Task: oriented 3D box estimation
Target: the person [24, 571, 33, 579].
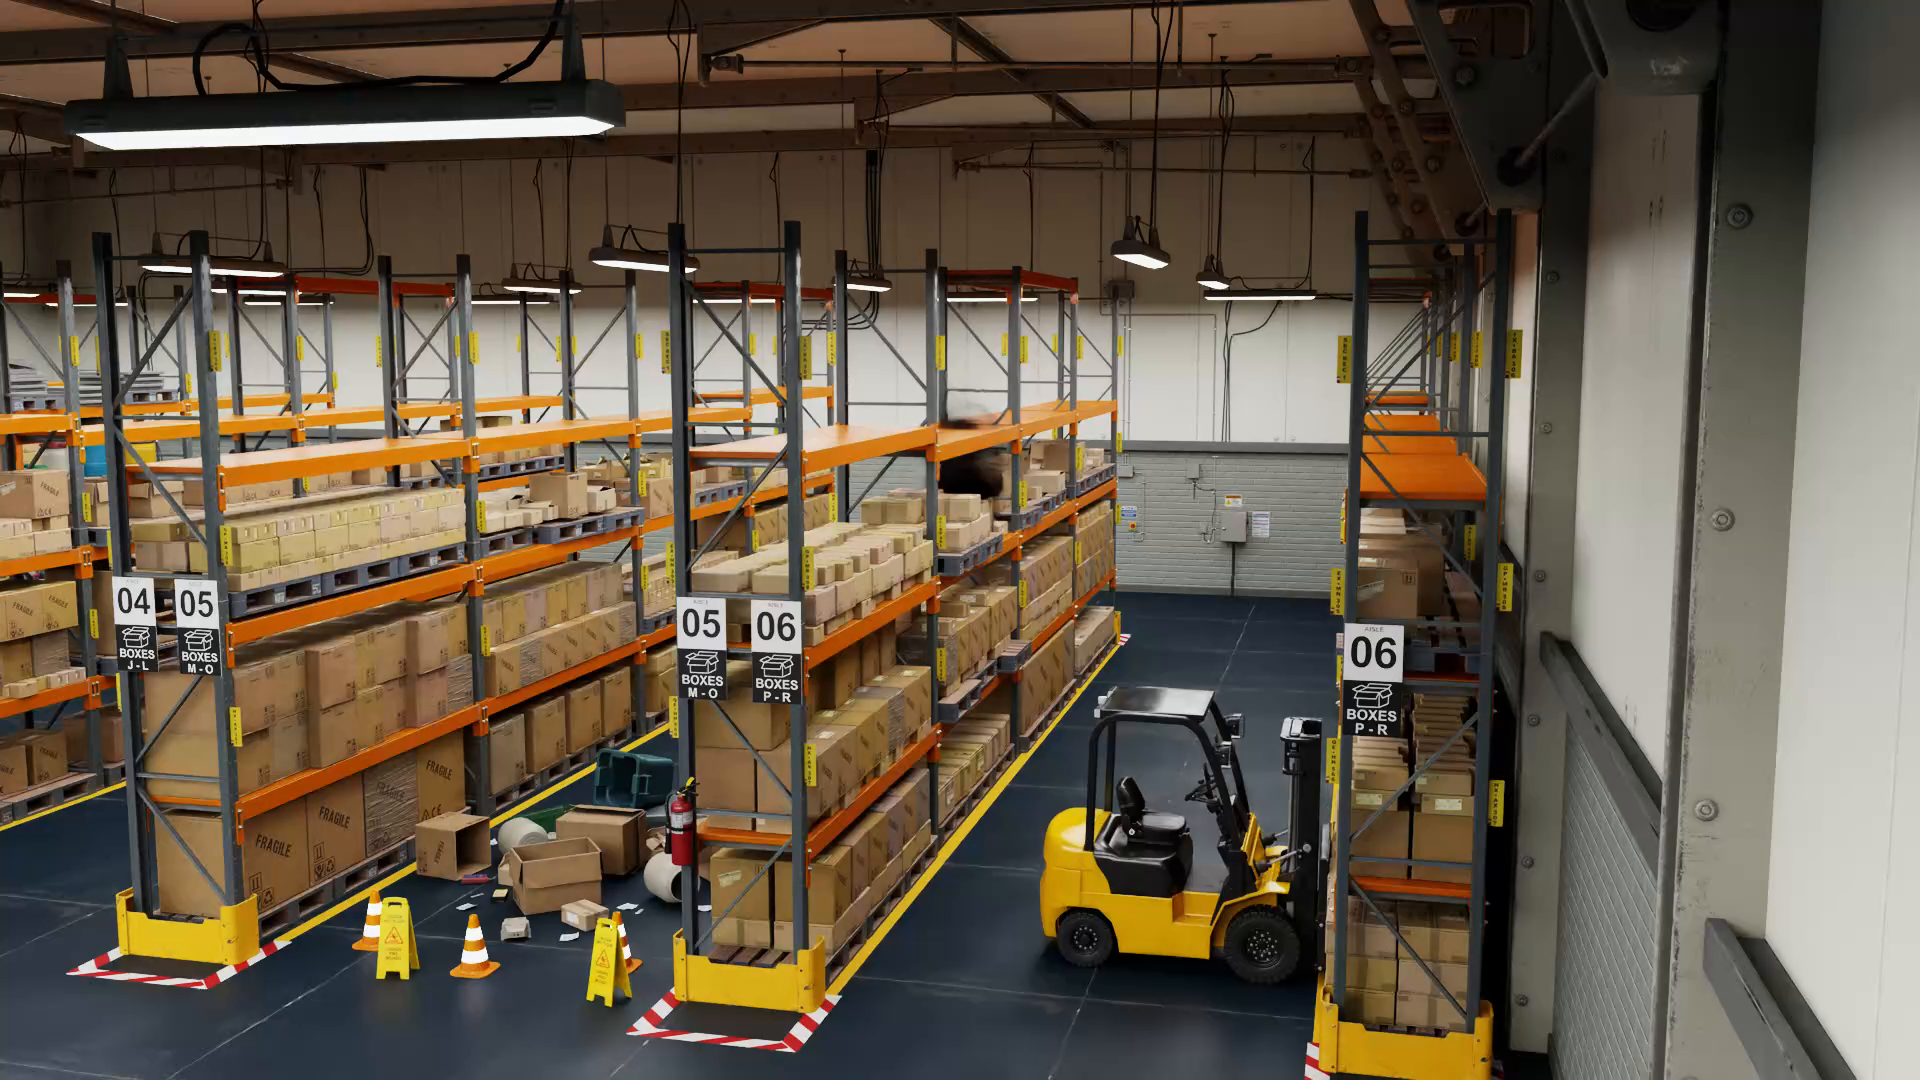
[{"bbox_3d":[-15.989,0.867,28.438,0.592,1.756,0.756,1,7,7],"label":"person"}]
